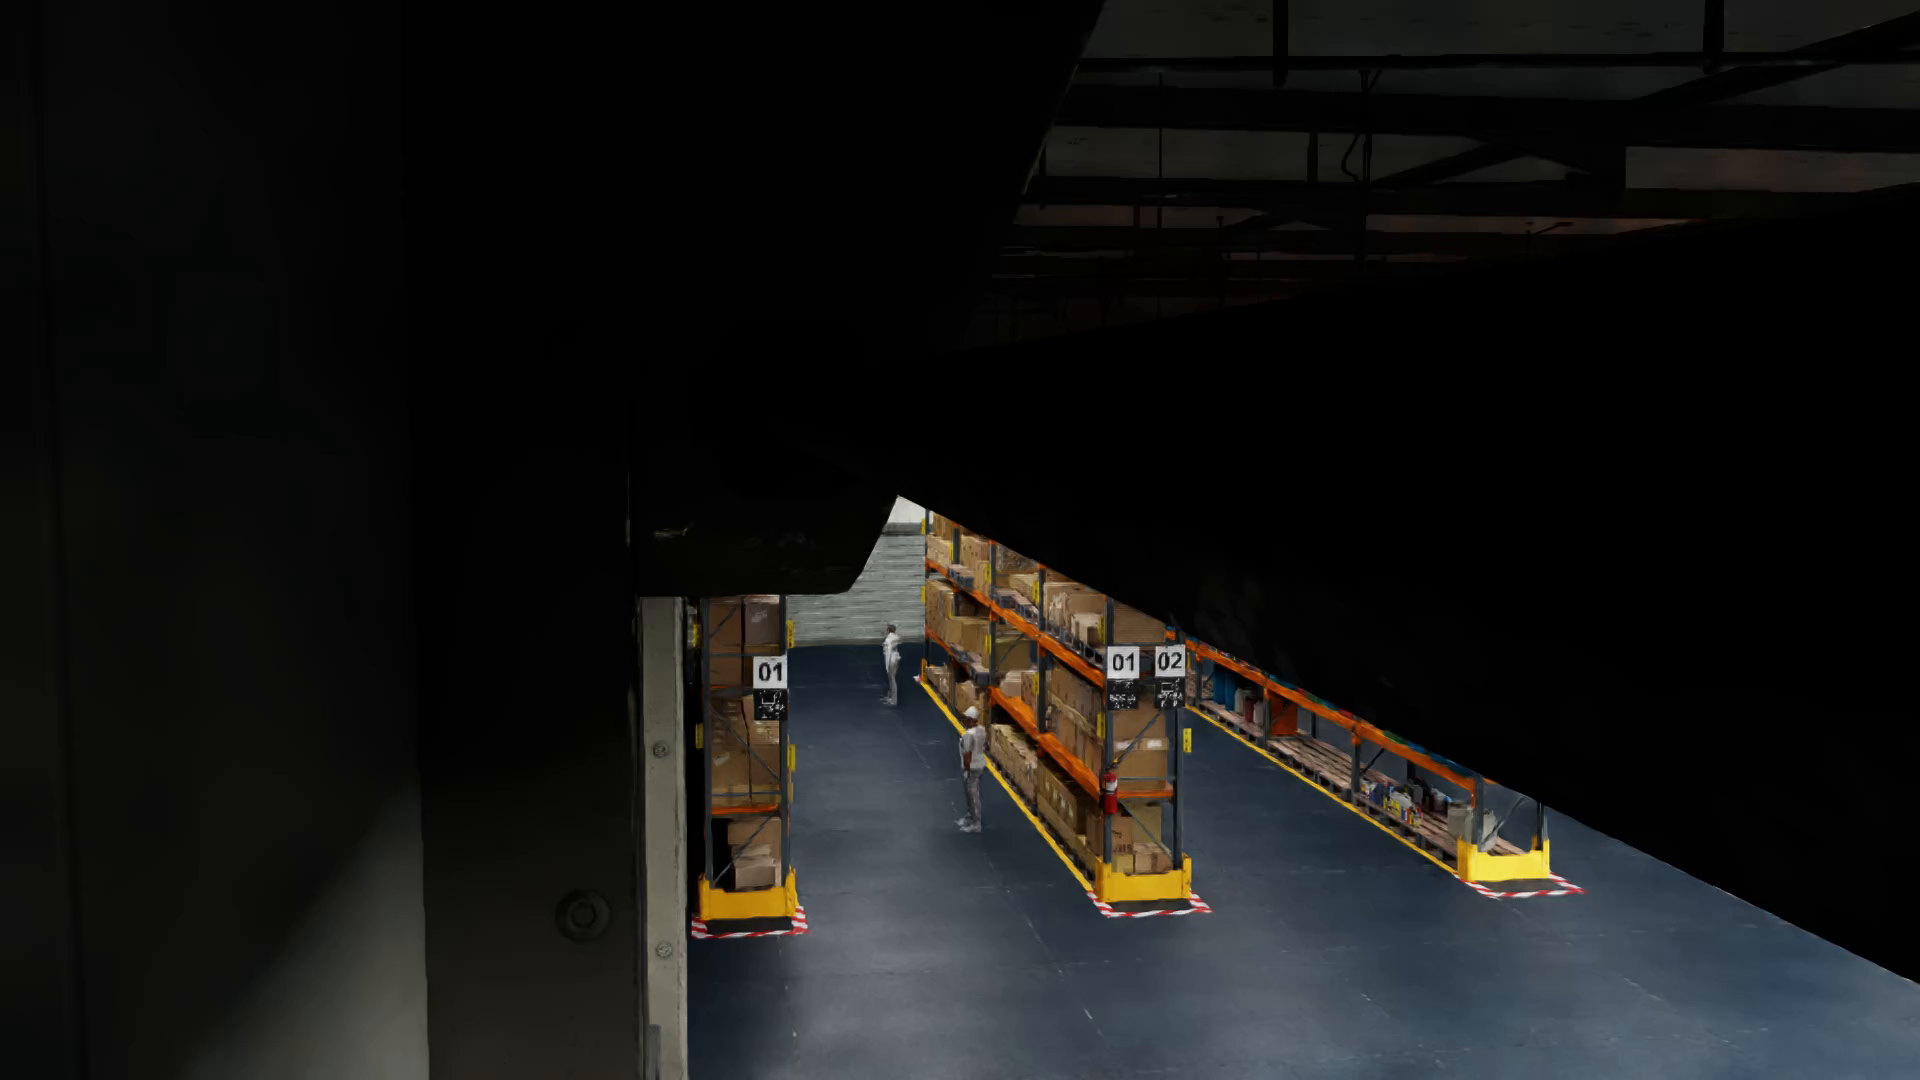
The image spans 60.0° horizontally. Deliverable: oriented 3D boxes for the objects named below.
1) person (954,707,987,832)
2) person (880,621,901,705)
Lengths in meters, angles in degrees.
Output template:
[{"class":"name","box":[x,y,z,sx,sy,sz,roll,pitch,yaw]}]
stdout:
[{"class":"person","box":[0.125,3.302,24.113,0.497,1.784,0.614,2,5,22]},{"class":"person","box":[-1.443,2.499,33.963,0.459,1.677,0.525,2,5,21]}]
